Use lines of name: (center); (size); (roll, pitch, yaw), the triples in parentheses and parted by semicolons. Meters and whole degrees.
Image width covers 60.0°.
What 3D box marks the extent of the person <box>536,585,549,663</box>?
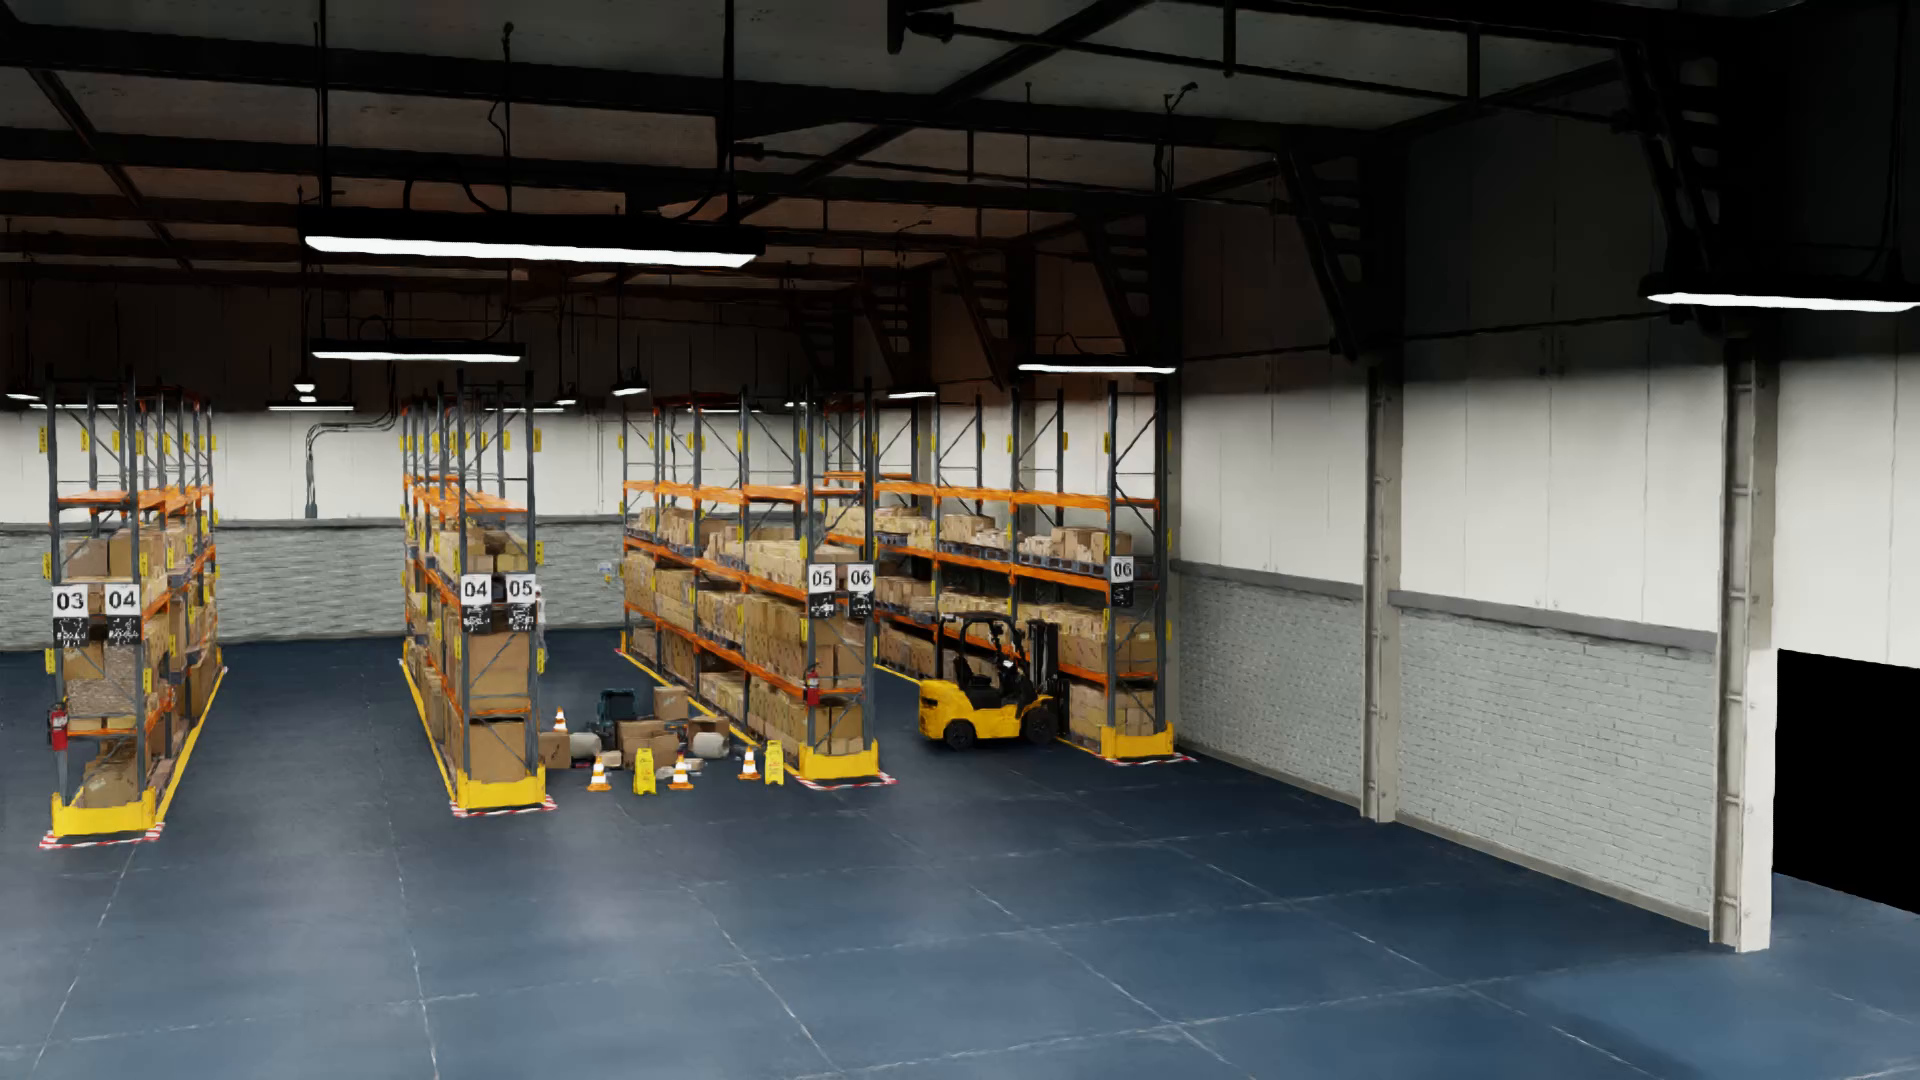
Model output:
person: (-9.630, 1.895, 37.789); (0.569, 1.769, 0.644); (0, 3, -7)
